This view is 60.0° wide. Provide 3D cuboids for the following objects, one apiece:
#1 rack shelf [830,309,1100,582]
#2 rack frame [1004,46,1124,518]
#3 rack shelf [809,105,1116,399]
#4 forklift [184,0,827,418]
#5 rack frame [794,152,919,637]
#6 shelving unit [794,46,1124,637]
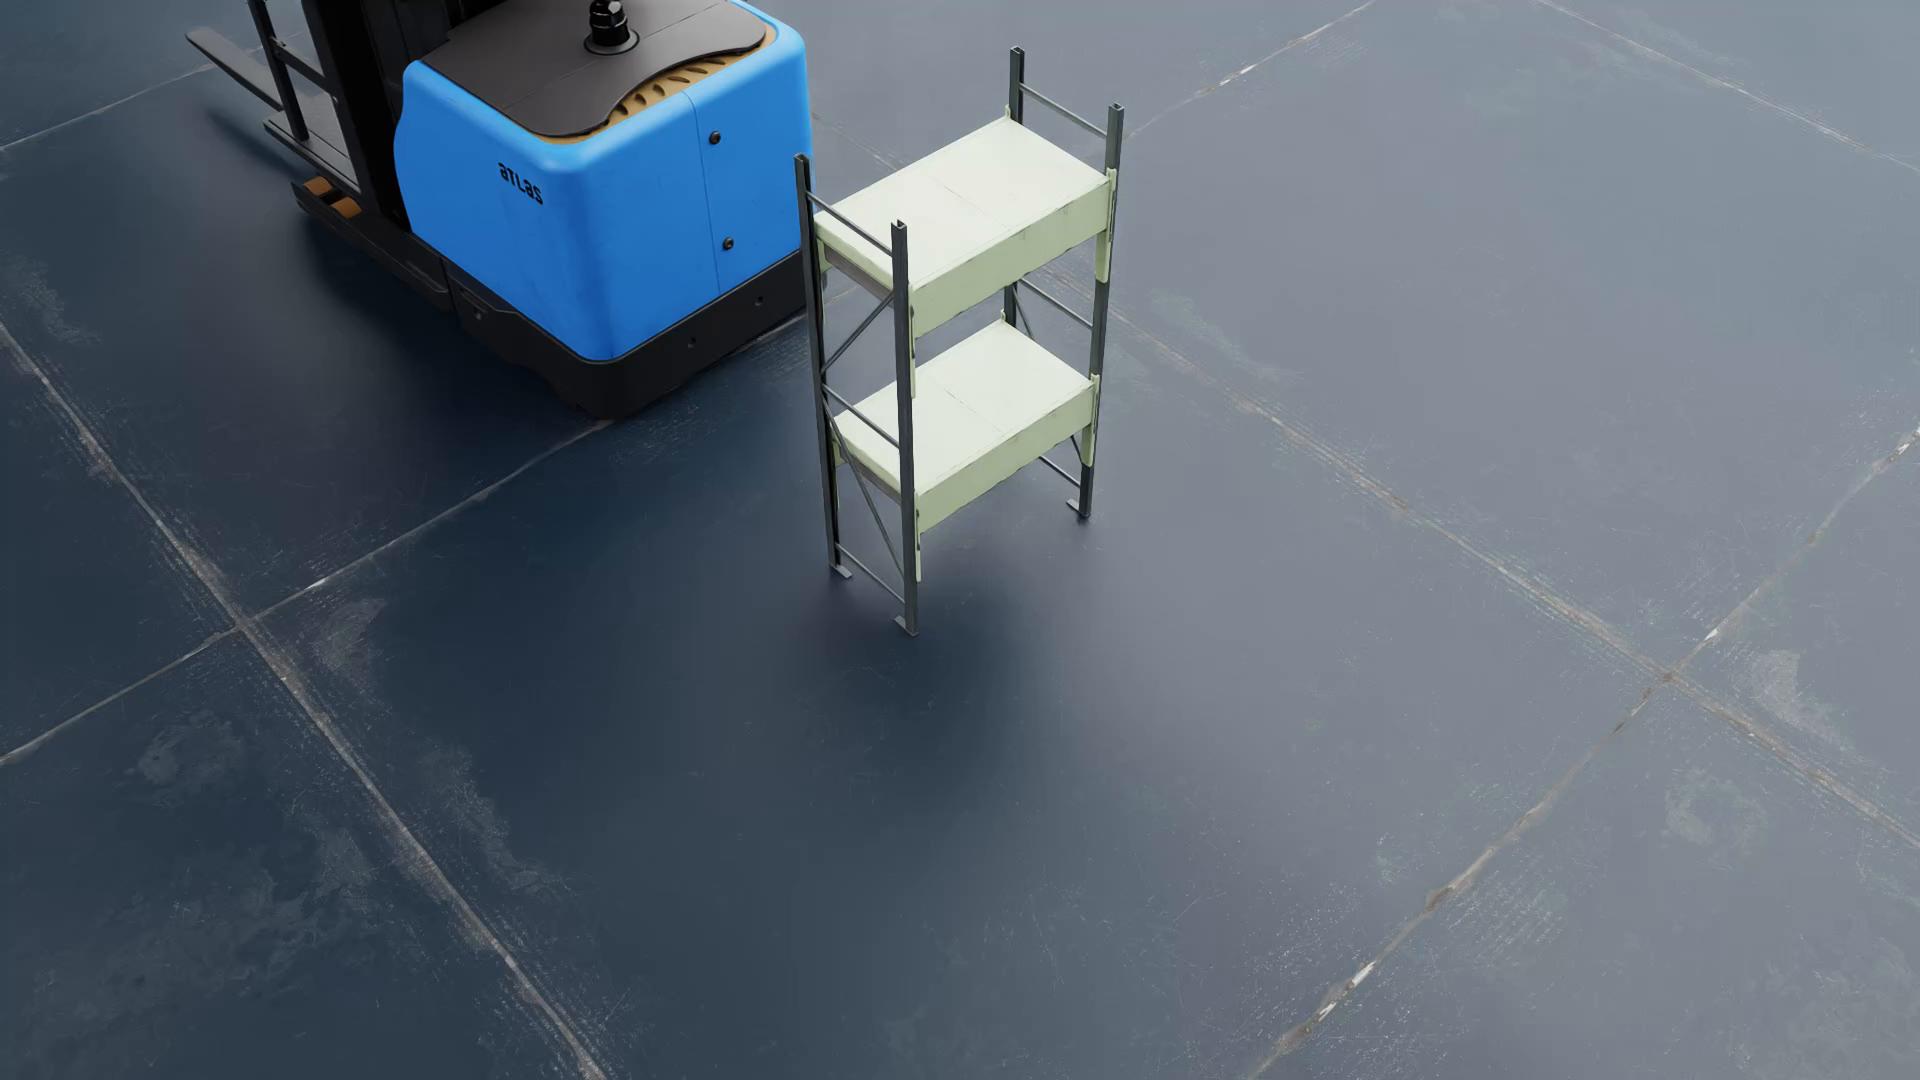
[{"bbox_3d":[0.005,-0.291,4.941,0.720,0.370,0.431,-34,56,-27],"label":"rack shelf"},{"bbox_3d":[0.276,-0.693,4.869,0.023,1.500,0.400,-34,56,-27],"label":"rack frame"},{"bbox_3d":[0.005,-0.777,4.415,0.720,0.370,0.431,-34,56,-27],"label":"rack shelf"},{"bbox_3d":[-1.892,-2.363,5.436,3.031,2.935,1.130,35,56,28],"label":"forklift"},{"bbox_3d":[-0.266,-0.331,4.535,0.023,1.500,0.400,-34,56,-27],"label":"rack frame"},{"bbox_3d":[0.005,-0.512,4.702,0.755,1.500,0.431,-34,56,-27],"label":"shelving unit"}]
